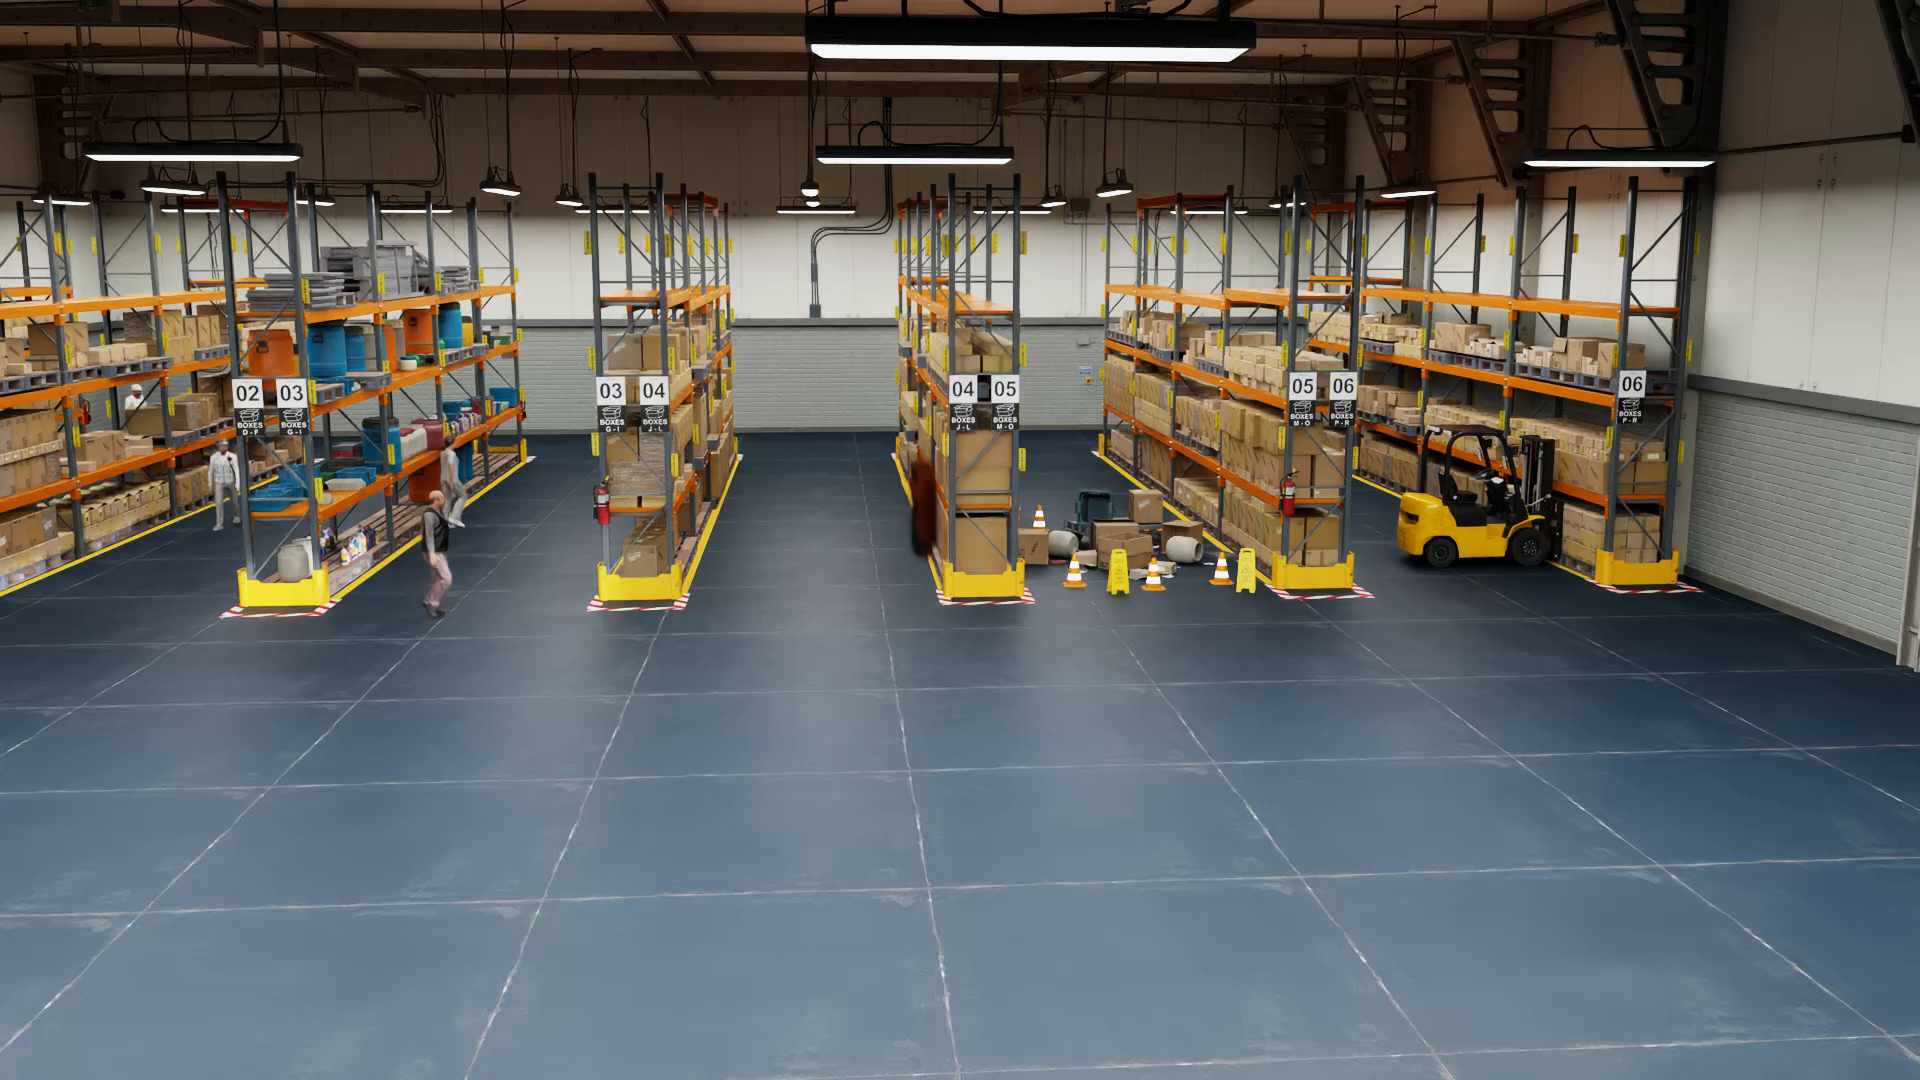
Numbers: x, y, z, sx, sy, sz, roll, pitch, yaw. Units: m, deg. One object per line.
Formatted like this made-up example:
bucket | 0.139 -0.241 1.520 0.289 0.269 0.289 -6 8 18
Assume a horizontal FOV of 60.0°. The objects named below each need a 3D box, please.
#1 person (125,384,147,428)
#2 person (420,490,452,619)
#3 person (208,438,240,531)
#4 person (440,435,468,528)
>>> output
person | -19.906 -2.905 40.137 0.886 1.738 0.570 3 10 14
person | -7.120 0.184 22.642 0.430 1.729 0.569 -1 10 -4
person | -13.162 -1.029 29.717 0.581 1.611 1.050 -2 10 -13
person | -9.132 -1.040 29.713 0.463 1.651 0.500 5 11 25
